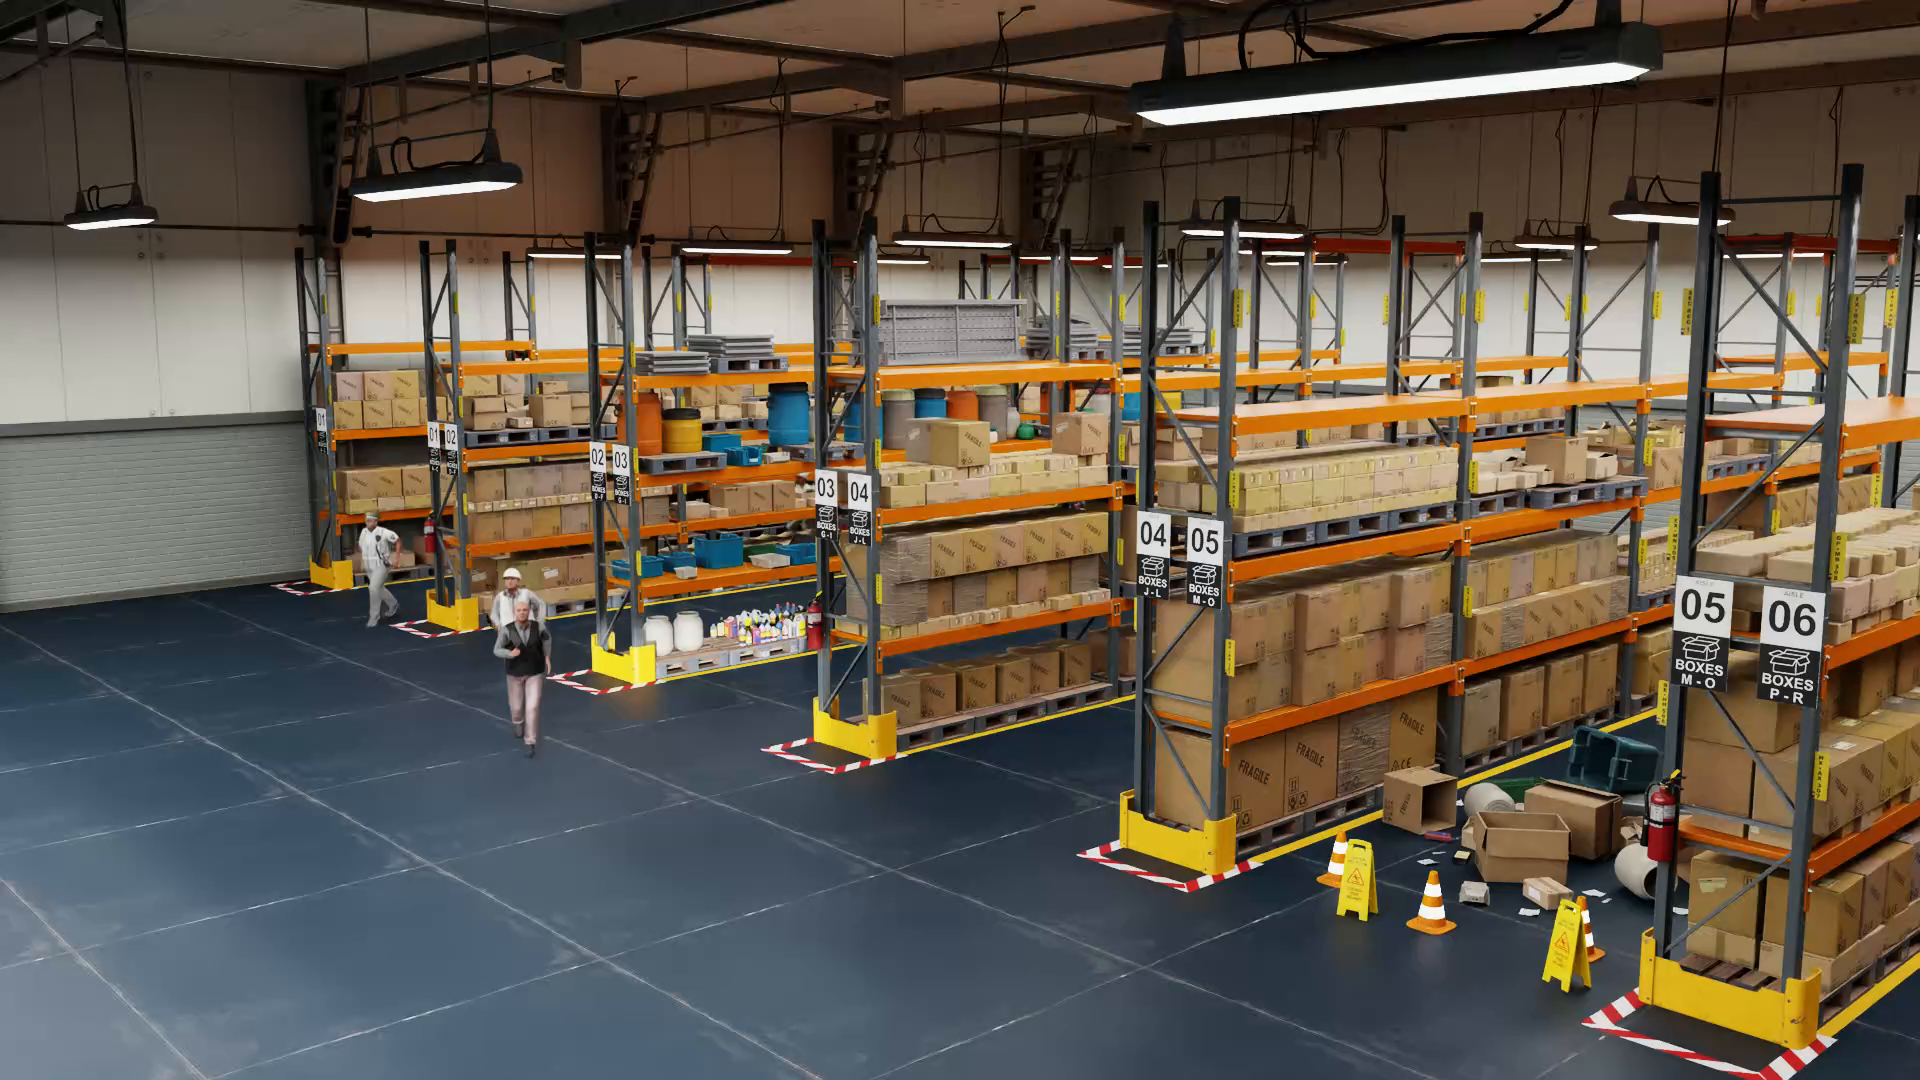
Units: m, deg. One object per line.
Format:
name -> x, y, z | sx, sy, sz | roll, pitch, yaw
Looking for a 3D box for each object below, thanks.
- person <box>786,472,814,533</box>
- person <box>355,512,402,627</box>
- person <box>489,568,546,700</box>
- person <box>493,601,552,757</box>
person -> -3.086, -0.517, 32.809 | 0.766, 1.744, 0.662 | -7, 11, -41
person -> -9.258, 0.436, 26.471 | 0.680, 1.827, 0.894 | 4, 9, 24
person -> -5.650, 1.216, 21.240 | 0.691, 1.734, 0.638 | -1, 8, -5
person -> -4.955, 1.531, 18.906 | 0.657, 1.708, 0.957 | -2, 9, -16
